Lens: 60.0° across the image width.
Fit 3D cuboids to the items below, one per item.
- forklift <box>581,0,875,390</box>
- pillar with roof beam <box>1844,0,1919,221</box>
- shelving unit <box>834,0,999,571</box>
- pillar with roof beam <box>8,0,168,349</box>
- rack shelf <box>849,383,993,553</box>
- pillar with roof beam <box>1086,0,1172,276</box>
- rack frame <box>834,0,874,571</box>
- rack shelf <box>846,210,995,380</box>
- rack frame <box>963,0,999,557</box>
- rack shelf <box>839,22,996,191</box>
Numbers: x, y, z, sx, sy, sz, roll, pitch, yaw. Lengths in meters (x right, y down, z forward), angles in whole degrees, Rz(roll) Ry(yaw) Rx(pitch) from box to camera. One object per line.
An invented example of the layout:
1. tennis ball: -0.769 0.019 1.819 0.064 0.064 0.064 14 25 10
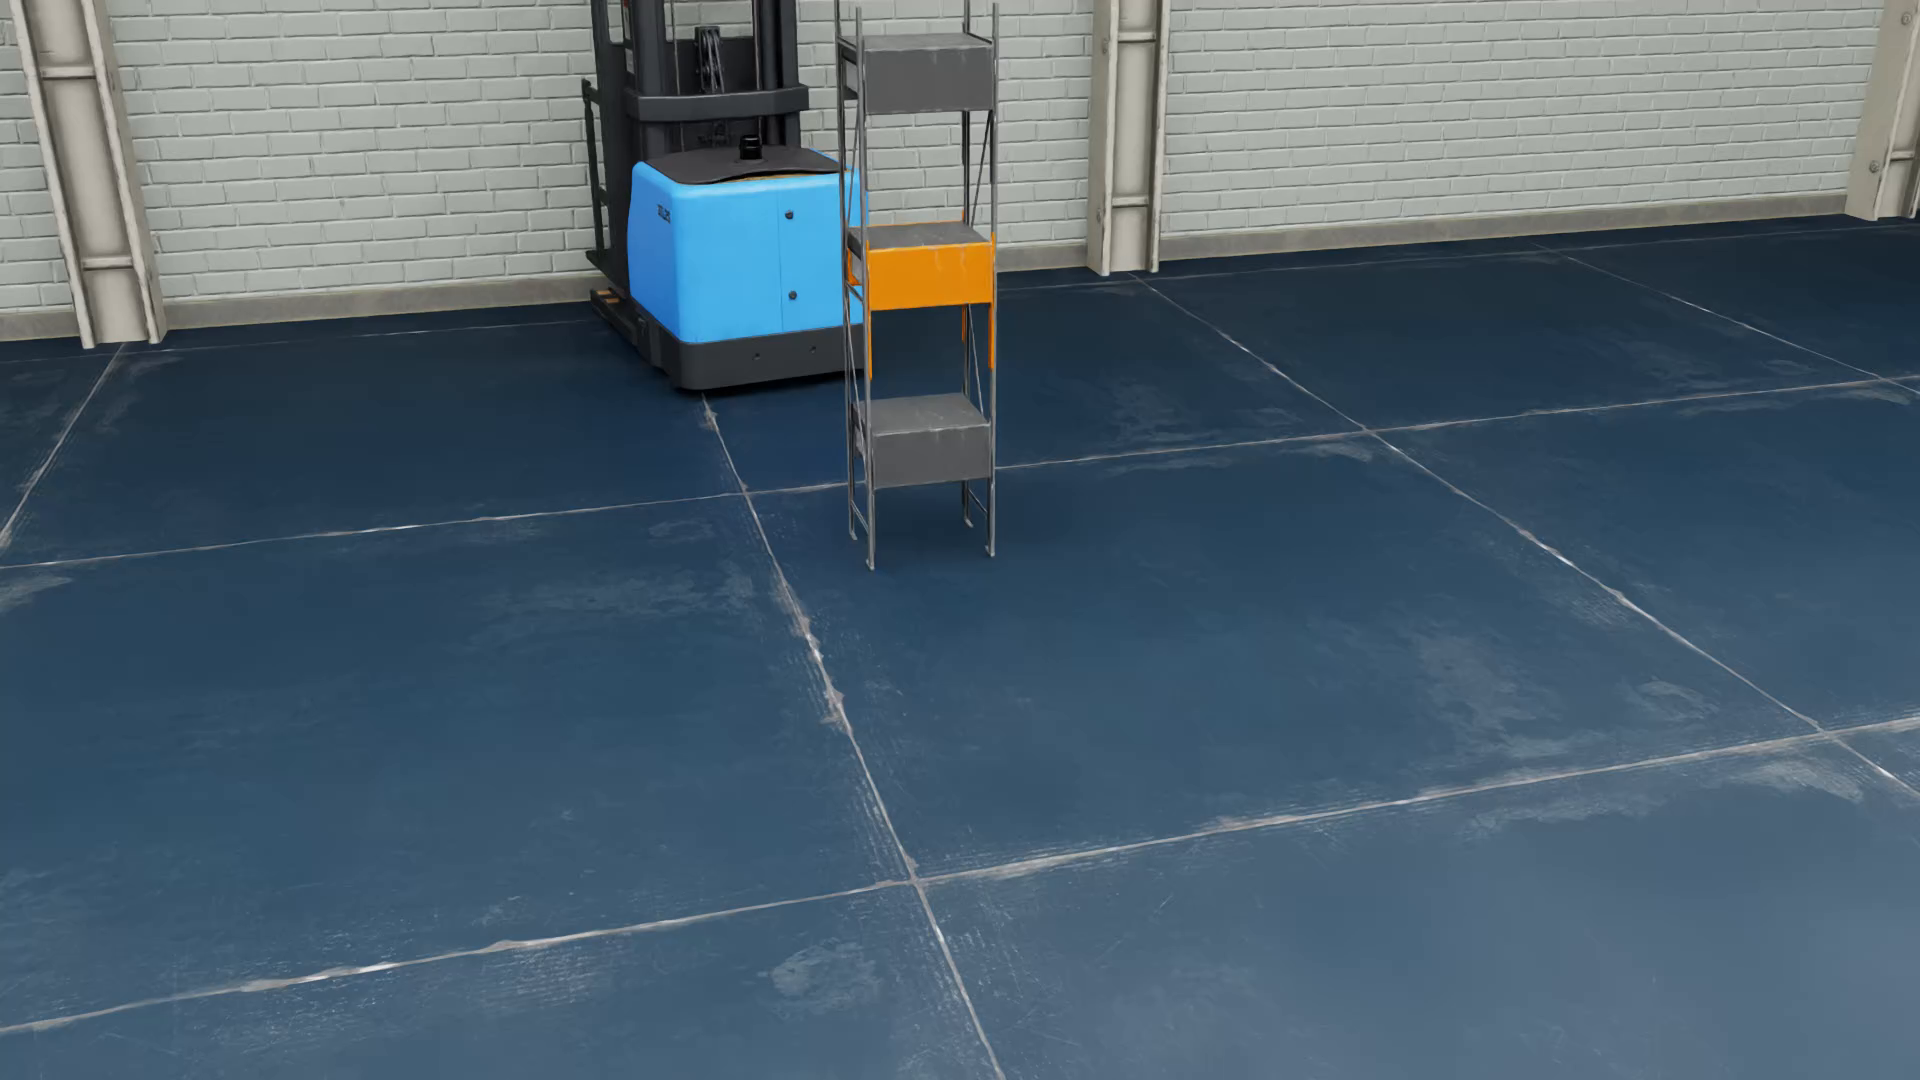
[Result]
1. forklift: -1.525 -2.646 9.200 1.130 2.935 3.031 -10 25 -23
2. pillar with roof beam: 8.000 -4.920 6.805 0.400 9.000 9.100 -6 24 -14
3. shelving unit: -0.159 -0.947 6.295 0.503 2.100 0.431 -6 24 -14
4. pillar with roof beam: -3.554 -3.642 3.826 0.400 9.000 9.100 -6 24 -14
5. rack shelf: -0.159 -0.291 6.576 0.480 0.518 0.431 -6 24 -14
6. pillar with roof beam: 2.223 -4.281 5.316 0.400 9.000 9.100 -6 24 -14
7. rack frame: -0.394 -0.921 6.234 0.015 2.100 0.400 -6 24 -14
8. rack shelf: -0.159 -0.935 6.300 0.480 0.518 0.431 -6 24 -14
9. rack frame: 0.076 -0.973 6.355 0.015 2.100 0.400 -6 24 -14
10. rack shelf: -0.159 -1.578 6.024 0.480 0.518 0.431 -6 24 -14
